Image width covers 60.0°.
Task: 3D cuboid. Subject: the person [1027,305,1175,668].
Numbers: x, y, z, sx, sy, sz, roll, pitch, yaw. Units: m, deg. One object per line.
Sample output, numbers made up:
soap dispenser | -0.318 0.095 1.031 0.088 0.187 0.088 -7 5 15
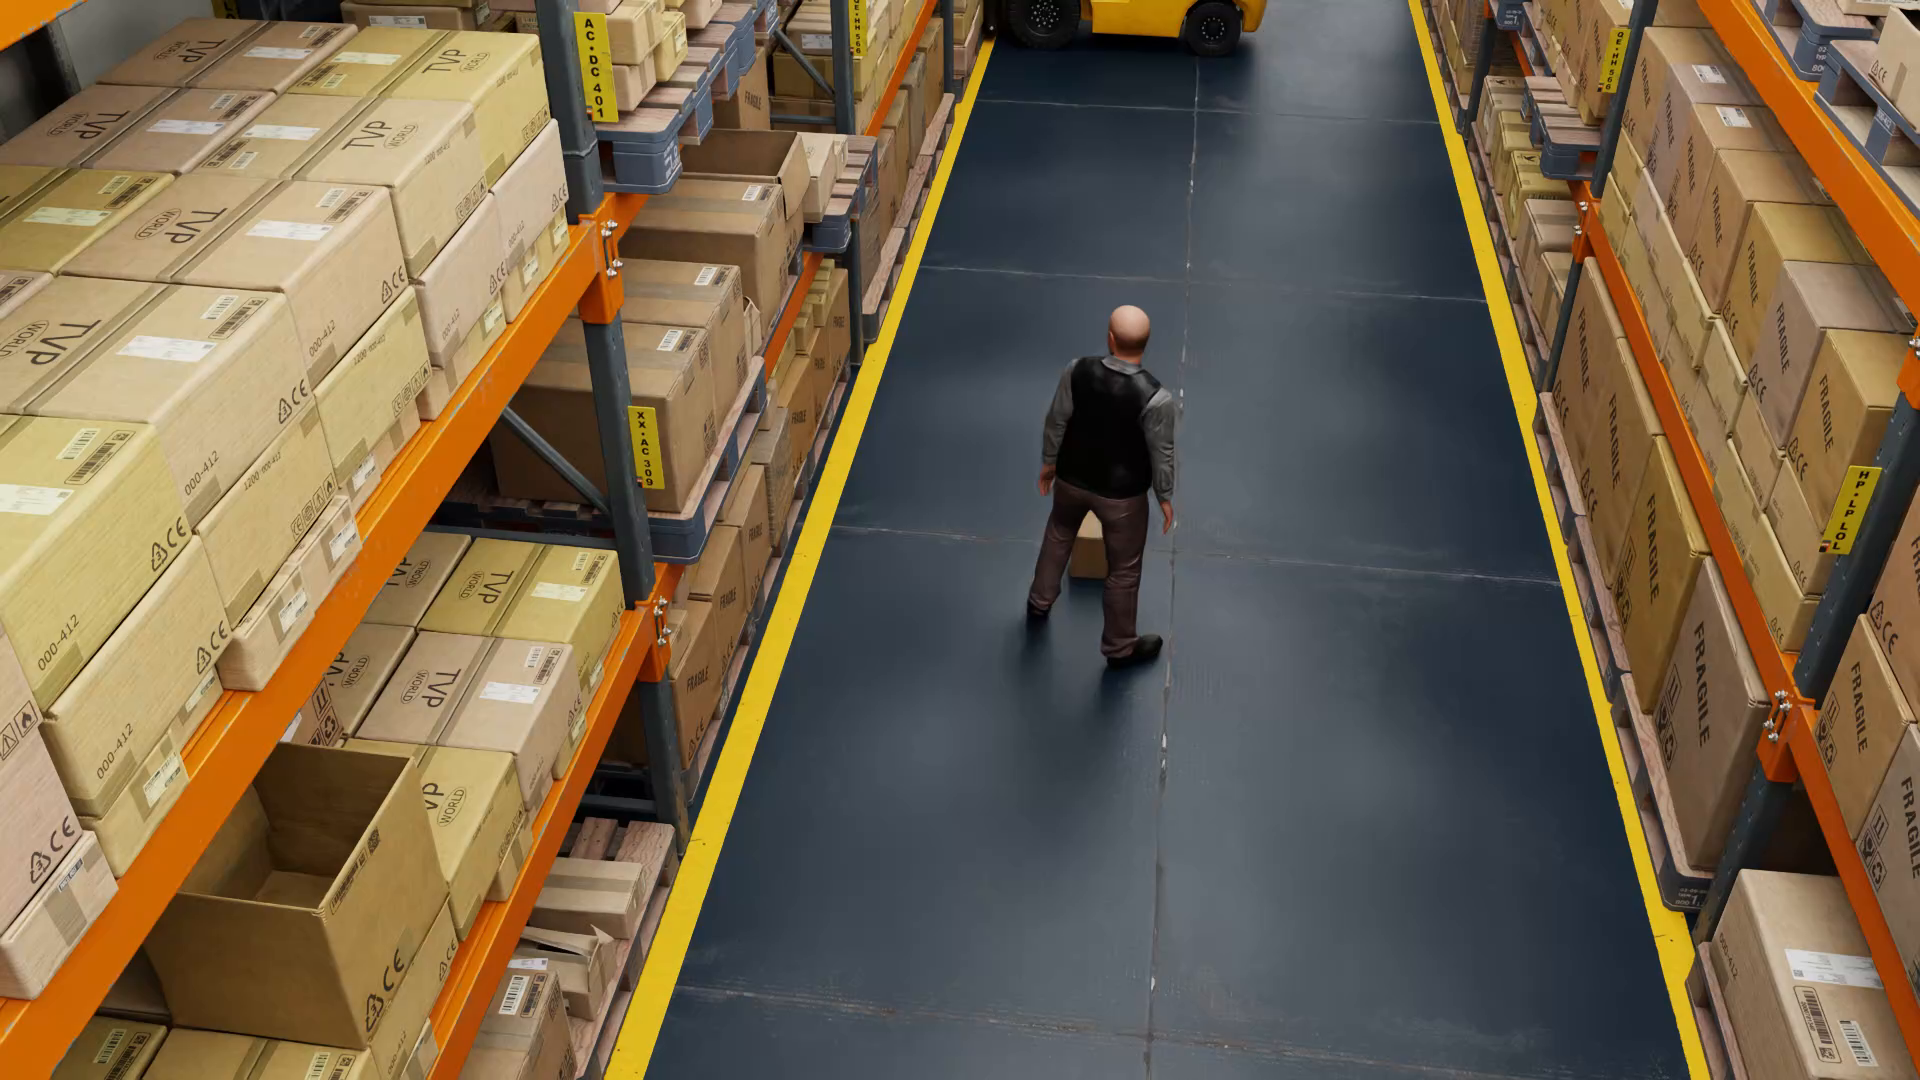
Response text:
person | 0.612 -0.255 7.394 0.719 1.723 0.375 23 42 28
